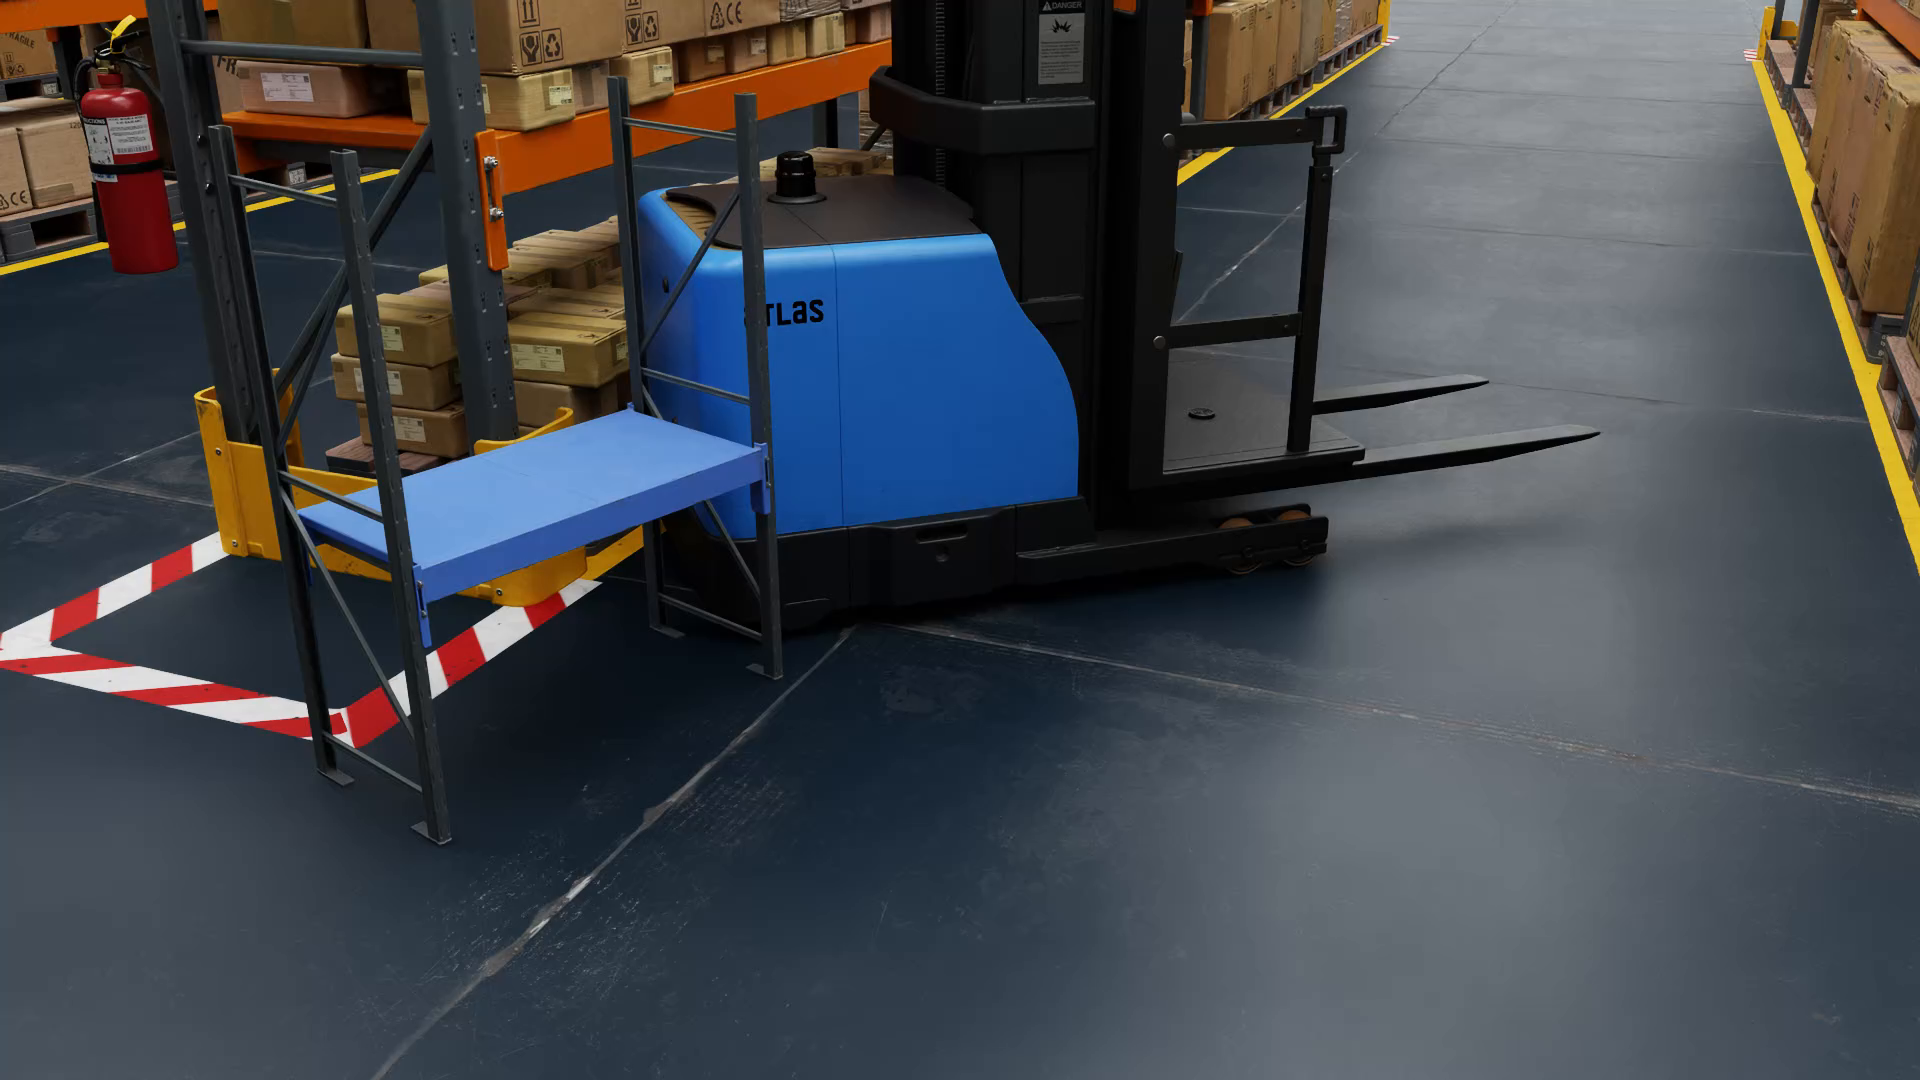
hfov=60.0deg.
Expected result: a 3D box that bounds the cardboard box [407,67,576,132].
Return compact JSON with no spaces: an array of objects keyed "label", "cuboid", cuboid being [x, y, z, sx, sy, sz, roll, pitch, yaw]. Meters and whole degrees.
[{"label":"cardboard box","cuboid":[-1.318,-1.253,4.685,0.380,0.149,0.250,9,24,20]}]

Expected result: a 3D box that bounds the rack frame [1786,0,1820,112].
[{"label":"rack frame","cuboid":[7.283,-4.848,12.965,1.000,3.000,0.127,9,24,20]}]

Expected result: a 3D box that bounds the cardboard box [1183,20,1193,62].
[{"label":"cardboard box","cuboid":[1.219,-3.267,10.906,0.500,0.250,0.500,8,24,19]}]

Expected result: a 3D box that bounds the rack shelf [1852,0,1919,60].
[{"label":"rack shelf","cuboid":[5.054,-2.369,7.964,1.077,0.370,4.000,9,24,20]}]

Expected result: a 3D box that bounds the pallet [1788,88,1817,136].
[{"label":"pallet","cuboid":[6.995,-3.283,12.835,1.003,0.211,1.213,9,24,20]}]

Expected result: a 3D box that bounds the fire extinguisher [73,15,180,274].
[{"label":"fire extinguisher","cuboid":[-2.264,-1.068,4.500,0.296,0.674,0.183,9,24,20]}]

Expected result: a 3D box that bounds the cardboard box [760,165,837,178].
[{"label":"cardboard box","cuboid":[-0.782,-1.603,7.579,0.380,0.149,0.250,8,24,19]}]

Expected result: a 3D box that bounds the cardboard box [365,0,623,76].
[{"label":"cardboard box","cuboid":[-1.319,-1.605,4.685,0.500,0.500,0.500,10,25,23]}]

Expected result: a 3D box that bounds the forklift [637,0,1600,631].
[{"label":"forklift","cuboid":[0.593,-1.433,4.877,3.031,2.935,1.130,-8,24,-18]}]

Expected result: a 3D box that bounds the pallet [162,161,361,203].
[{"label":"pallet","cuboid":[-4.673,-2.404,10.733,1.003,0.211,1.213,9,24,20]}]

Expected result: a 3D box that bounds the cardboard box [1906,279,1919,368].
[{"label":"cardboard box","cuboid":[3.992,-0.974,5.902,0.875,0.875,0.875,9,24,20]}]

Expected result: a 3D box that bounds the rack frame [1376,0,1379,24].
[{"label":"rack frame","cuboid":[4.201,-7.026,18.179,1.000,3.000,0.127,9,24,20]}]

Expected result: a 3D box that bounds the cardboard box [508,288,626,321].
[{"label":"cardboard box","cuboid":[-1.241,-0.708,5.435,0.380,0.149,0.250,9,24,21]}]

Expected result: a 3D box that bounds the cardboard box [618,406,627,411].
[{"label":"cardboard box","cuboid":[-1.229,-0.426,5.531,0.380,0.149,0.250,9,24,20]}]

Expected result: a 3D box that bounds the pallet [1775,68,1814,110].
[{"label":"pallet","cuboid":[7.499,-3.807,14.090,1.003,0.211,1.213,9,24,20]}]

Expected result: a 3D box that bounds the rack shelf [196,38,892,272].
[{"label":"rack shelf","cuboid":[-0.999,-1.684,6.323,1.077,0.370,4.000,9,24,20]}]

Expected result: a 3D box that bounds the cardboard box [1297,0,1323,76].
[{"label":"cardboard box","cuboid":[2.568,-4.515,14.542,1.050,0.750,0.750,9,24,20]}]

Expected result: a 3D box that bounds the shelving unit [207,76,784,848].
[{"label":"shelving unit","cuboid":[-0.993,-0.236,3.868,0.538,1.500,1.048,18,29,36]}]

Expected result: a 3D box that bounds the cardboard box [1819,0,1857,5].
[{"label":"cardboard box","cuboid":[8.081,-4.659,15.210,0.500,0.500,0.500,11,25,25]}]

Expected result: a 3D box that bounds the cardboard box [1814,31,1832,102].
[{"label":"cardboard box","cuboid":[6.840,-3.513,12.441,0.700,0.500,0.500,9,24,20]}]

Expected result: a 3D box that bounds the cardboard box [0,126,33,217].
[{"label":"cardboard box","cuboid":[-5.555,-1.886,8.653,0.875,0.438,0.875,8,24,18]}]

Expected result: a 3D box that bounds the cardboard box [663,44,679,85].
[{"label":"cardboard box","cuboid":[-1.143,-1.551,5.398,0.380,0.149,0.250,10,25,23]}]

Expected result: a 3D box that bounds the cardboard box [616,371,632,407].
[{"label":"cardboard box","cuboid":[-1.155,-0.557,5.459,0.380,0.149,0.250,9,24,20]}]

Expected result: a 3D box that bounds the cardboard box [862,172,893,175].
[{"label":"cardboard box","cuboid":[-0.291,-1.533,7.410,0.380,0.149,0.250,9,24,20]}]

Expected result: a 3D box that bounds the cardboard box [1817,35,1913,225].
[{"label":"cardboard box","cuboid":[5.183,-2.068,8.522,1.225,0.875,0.875,9,24,20]}]

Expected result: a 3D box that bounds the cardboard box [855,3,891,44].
[{"label":"cardboard box","cuboid":[-0.486,-2.095,6.700,0.380,0.149,0.250,8,24,18]}]

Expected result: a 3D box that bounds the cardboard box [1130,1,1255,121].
[{"label":"cardboard box","cuboid":[1.539,-3.524,12.169,1.050,0.750,0.750,8,24,19]}]

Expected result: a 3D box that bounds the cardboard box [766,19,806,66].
[{"label":"cardboard box","cuboid":[-0.785,-1.819,6.039,0.380,0.149,0.250,10,25,22]}]

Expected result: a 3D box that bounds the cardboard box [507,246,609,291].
[{"label":"cardboard box","cuboid":[-1.501,-0.955,6.027,0.380,0.149,0.250,8,24,18]}]

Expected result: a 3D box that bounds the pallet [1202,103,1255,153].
[{"label":"pallet","cuboid":[1.592,-3.148,12.512,1.003,0.211,1.213,9,24,20]}]

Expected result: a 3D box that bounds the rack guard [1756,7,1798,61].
[{"label":"rack guard","cuboid":[8.740,-5.099,16.809,1.175,0.500,0.348,9,24,20]}]

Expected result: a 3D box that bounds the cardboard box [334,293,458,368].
[{"label":"cardboard box","cuboid":[-1.781,-0.679,5.366,0.380,0.149,0.250,9,24,21]}]

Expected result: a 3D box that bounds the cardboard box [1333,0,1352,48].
[{"label":"cardboard box","cuboid":[3.345,-5.346,16.369,0.875,0.875,0.875,9,24,20]}]

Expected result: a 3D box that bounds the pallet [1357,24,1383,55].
[{"label":"pallet","cuboid":[3.977,-5.442,18.004,1.003,0.211,1.213,9,24,20]}]

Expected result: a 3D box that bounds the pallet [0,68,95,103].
[{"label":"pallet","cuboid":[-8.326,-3.996,14.544,1.003,0.211,1.213,9,24,20]}]

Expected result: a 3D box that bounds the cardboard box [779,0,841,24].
[{"label":"cardboard box","cuboid":[-0.766,-2.157,6.006,0.500,0.500,0.500,8,24,19]}]

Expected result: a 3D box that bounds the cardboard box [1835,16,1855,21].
[{"label":"cardboard box","cuboid":[7.468,-4.026,13.695,0.500,0.500,0.500,8,24,18]}]

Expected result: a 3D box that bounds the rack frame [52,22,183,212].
[{"label":"rack frame","cuboid":[-4.890,-3.404,9.508,1.000,3.000,0.127,9,24,20]}]

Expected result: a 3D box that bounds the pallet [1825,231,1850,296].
[{"label":"pallet","cuboid":[4.979,-1.424,8.385,1.003,0.211,1.213,9,24,20]}]

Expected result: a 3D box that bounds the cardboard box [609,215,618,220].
[{"label":"cardboard box","cuboid":[-1.181,-1.235,6.698,0.380,0.149,0.250,9,24,20]}]

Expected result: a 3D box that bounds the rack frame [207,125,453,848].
[{"label":"rack frame","cuboid":[-1.319,-0.085,3.509,0.500,1.500,0.032,18,29,36]}]
